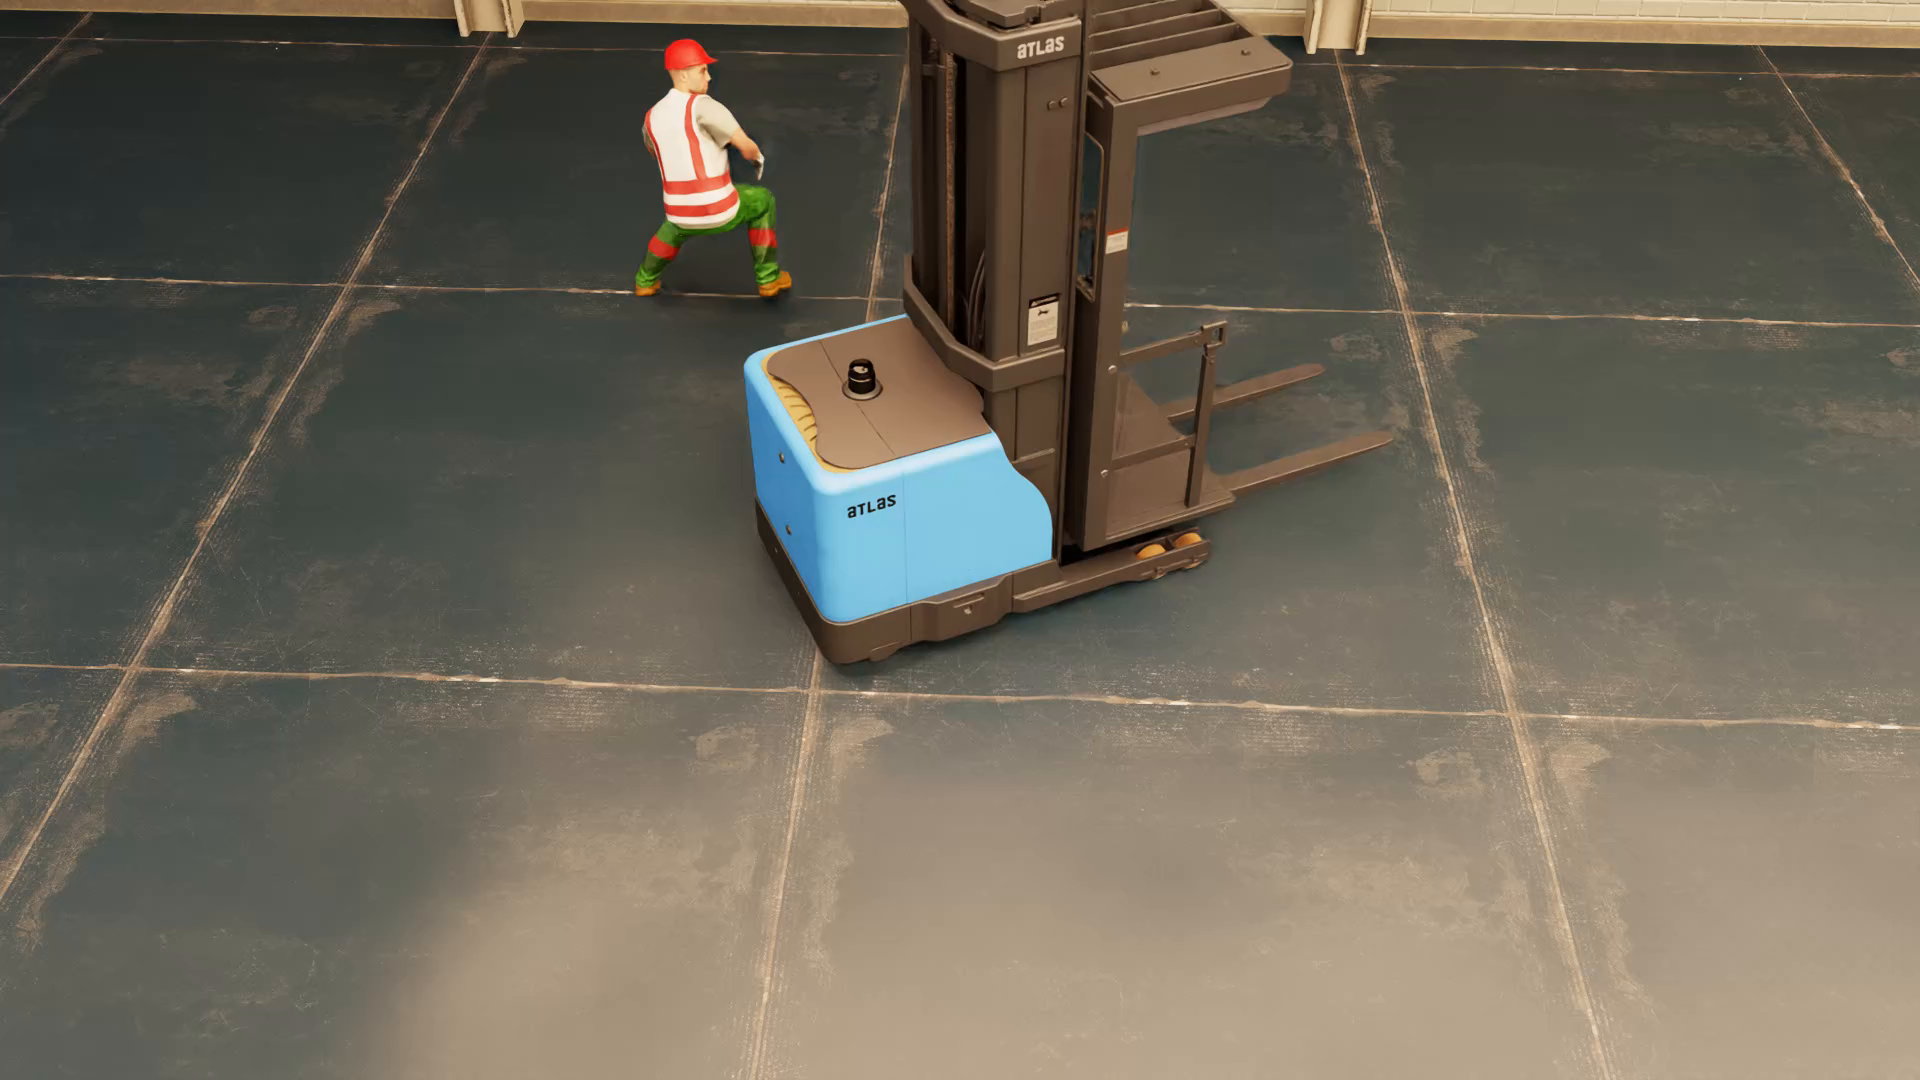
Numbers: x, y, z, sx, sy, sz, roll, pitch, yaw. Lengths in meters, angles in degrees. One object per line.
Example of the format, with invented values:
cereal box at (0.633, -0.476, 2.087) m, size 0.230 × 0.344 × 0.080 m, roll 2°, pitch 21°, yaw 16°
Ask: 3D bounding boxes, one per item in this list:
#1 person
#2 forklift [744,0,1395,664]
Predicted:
person at (-1.399, -1.938, 8.963) m, size 0.898 × 1.539 × 0.775 m, roll 13°, pitch 44°, yaw 14°
forklift at (0.610, -1.207, 7.064) m, size 3.031 × 2.935 × 1.130 m, roll -17°, pitch 45°, yaw -18°
